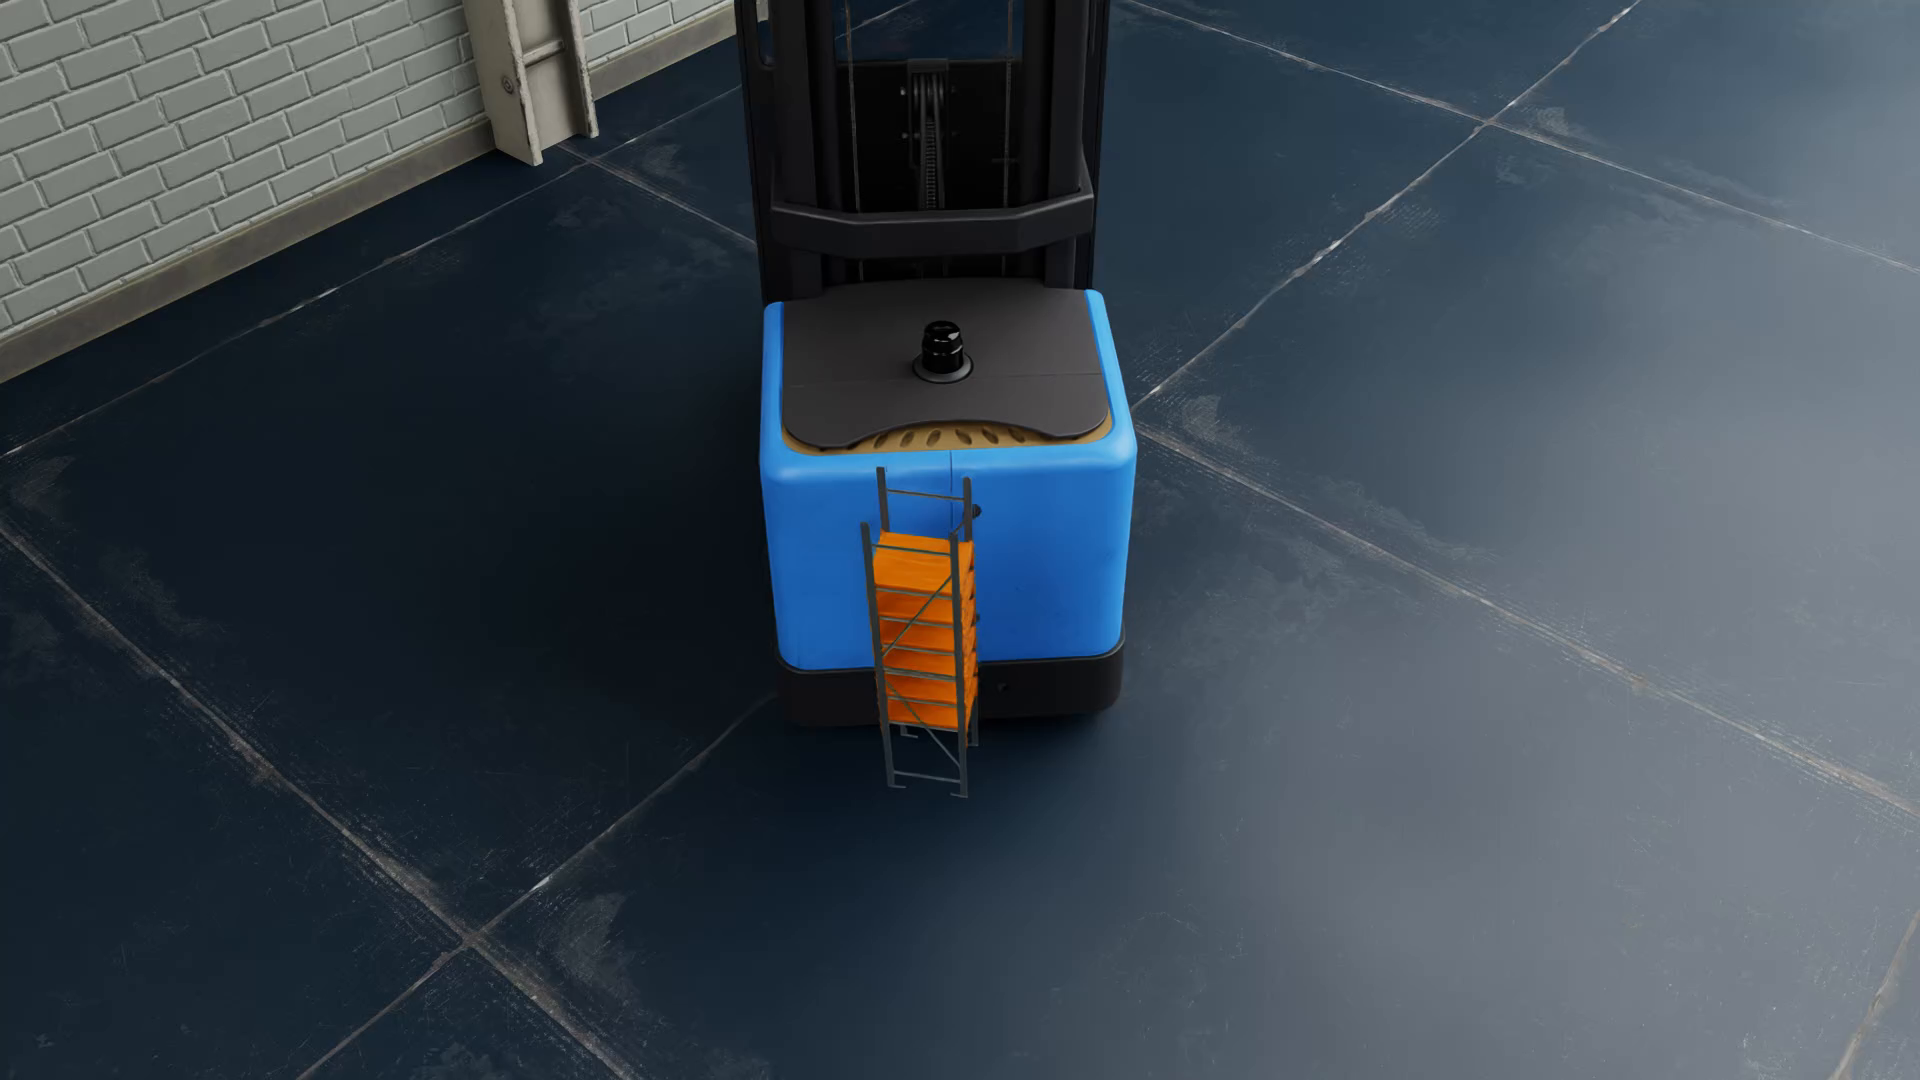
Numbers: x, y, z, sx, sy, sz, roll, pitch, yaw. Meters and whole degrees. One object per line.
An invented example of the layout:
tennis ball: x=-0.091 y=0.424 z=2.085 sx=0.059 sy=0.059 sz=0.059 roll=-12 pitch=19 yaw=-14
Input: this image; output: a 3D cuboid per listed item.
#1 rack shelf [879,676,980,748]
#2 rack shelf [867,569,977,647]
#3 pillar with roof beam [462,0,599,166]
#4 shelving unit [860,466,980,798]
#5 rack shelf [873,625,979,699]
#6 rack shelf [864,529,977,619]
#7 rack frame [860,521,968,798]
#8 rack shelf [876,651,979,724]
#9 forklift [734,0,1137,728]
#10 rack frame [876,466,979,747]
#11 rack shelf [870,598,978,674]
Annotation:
rack shelf: x=-0.086 y=0.474 z=4.745 sx=0.258 sy=0.103 sz=0.180 roll=7 pitch=50 yaw=8
rack shelf: x=-0.097 y=0.163 z=4.379 sx=0.258 sy=0.103 sz=0.180 roll=7 pitch=50 yaw=8
pillar with roof beam: x=1.349 y=-3.349 z=2.744 sx=9.100 sy=9.000 sz=0.400 roll=29 pitch=50 yaw=28
shelving unit: x=-0.092 y=0.290 z=4.528 sx=0.258 sy=1.200 sz=0.189 roll=7 pitch=50 yaw=8
rack shelf: x=-0.091 y=0.318 z=4.562 sx=0.258 sy=0.103 sz=0.180 roll=7 pitch=50 yaw=8
rack shelf: x=-0.100 y=0.086 z=4.287 sx=0.258 sy=0.103 sz=0.180 roll=7 pitch=50 yaw=8
rack frame: x=-0.109 y=0.359 z=4.470 sx=0.240 sy=1.200 sz=0.006 roll=7 pitch=50 yaw=8
rack shelf: x=-0.089 y=0.396 z=4.653 sx=0.258 sy=0.103 sz=0.180 roll=7 pitch=50 yaw=8
forklift: x=-0.126 y=-1.500 z=5.221 sx=1.130 sy=2.935 sz=3.031 roll=-3 pitch=42 yaw=-3
rack frame: x=-0.076 y=0.221 z=4.586 sx=0.240 sy=1.200 sz=0.006 roll=7 pitch=50 yaw=8
rack shelf: x=-0.094 y=0.241 z=4.470 sx=0.258 sy=0.103 sz=0.180 roll=7 pitch=50 yaw=8
